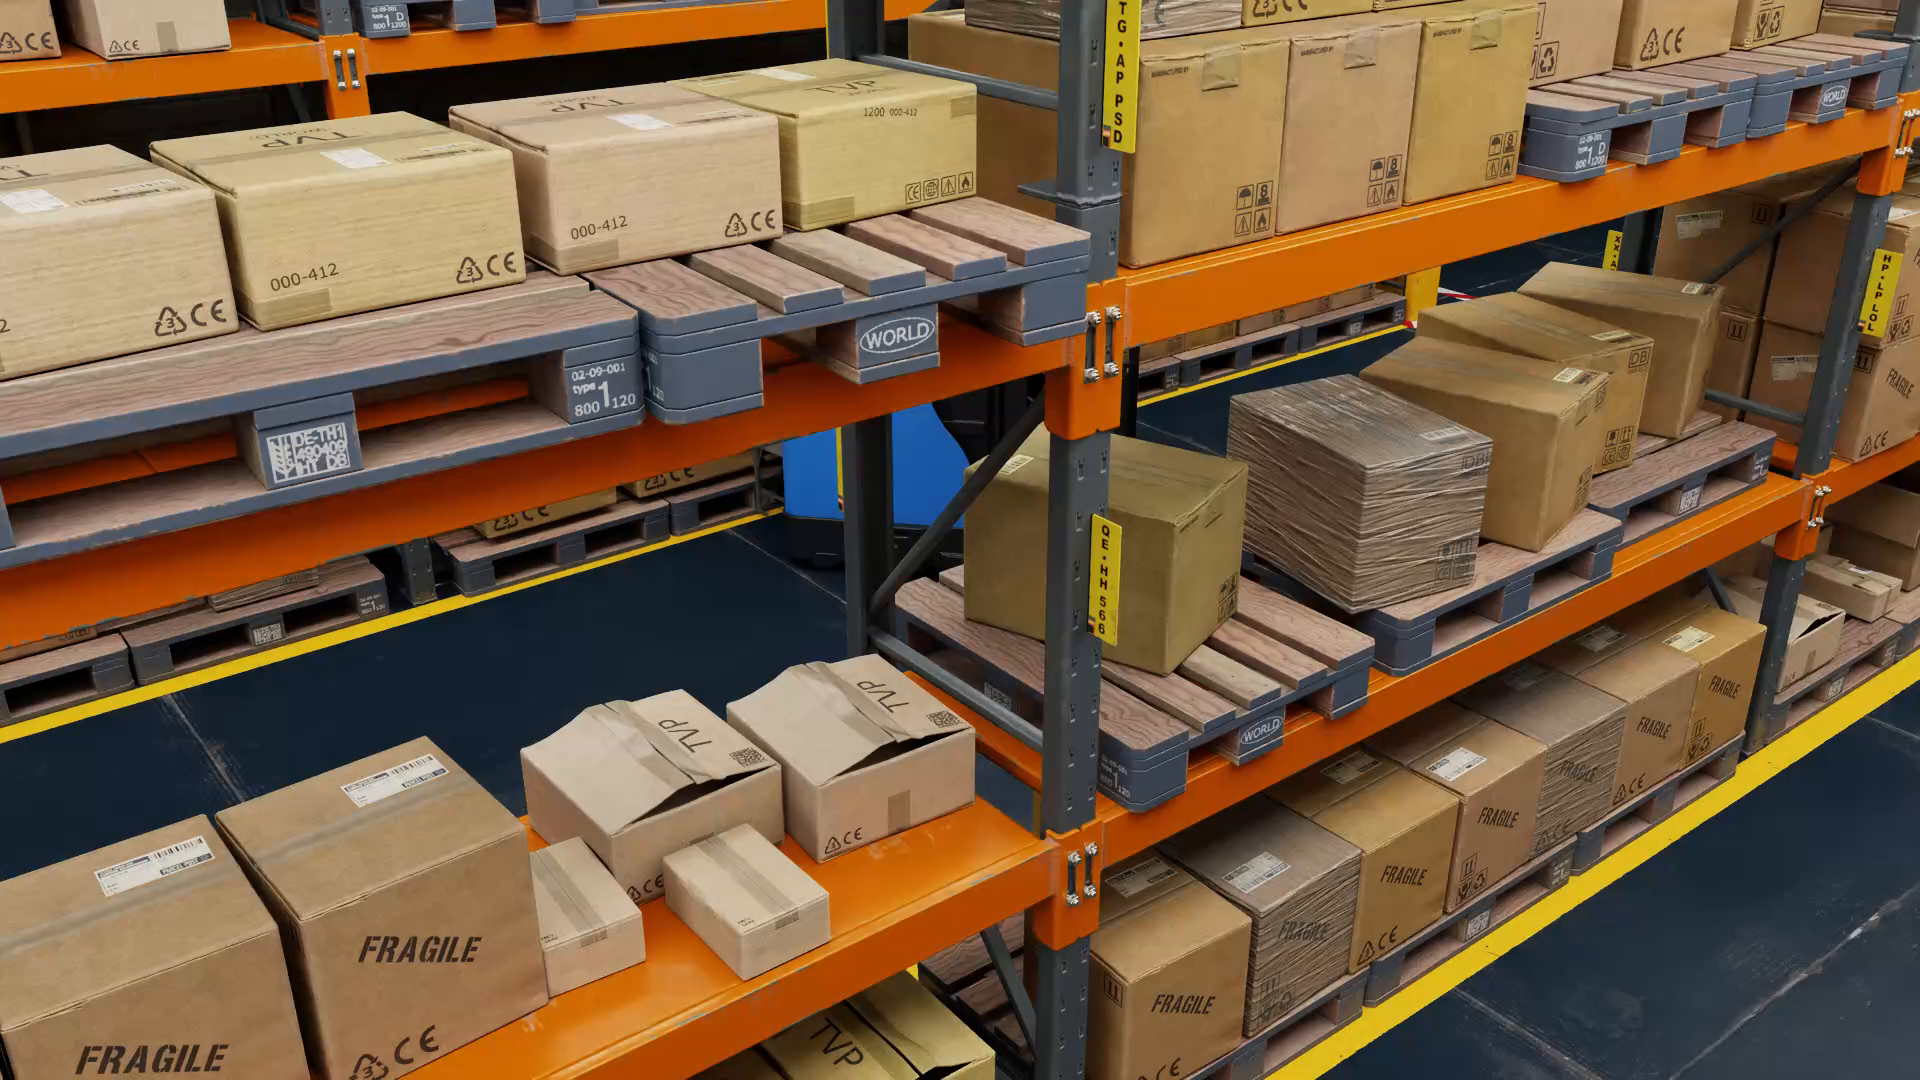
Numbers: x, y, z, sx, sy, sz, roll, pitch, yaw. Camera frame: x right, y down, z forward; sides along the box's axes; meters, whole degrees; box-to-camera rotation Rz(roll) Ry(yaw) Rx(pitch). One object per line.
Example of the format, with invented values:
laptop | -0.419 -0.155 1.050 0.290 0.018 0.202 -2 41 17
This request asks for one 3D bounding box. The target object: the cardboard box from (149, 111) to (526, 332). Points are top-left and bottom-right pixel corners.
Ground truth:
cardboard box | -1.170 -0.617 3.133 0.500 0.250 0.500 -19 31 -35

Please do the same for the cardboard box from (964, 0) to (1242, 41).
cardboard box | 0.358 -1.528 4.110 0.500 0.500 0.500 -18 31 -34

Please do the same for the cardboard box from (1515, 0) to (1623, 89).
cardboard box | 1.669 -1.785 5.233 0.600 0.600 0.600 -20 31 -36

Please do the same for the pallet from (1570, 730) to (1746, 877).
pallet | 2.542 0.892 7.077 1.213 0.211 1.003 -18 31 -34

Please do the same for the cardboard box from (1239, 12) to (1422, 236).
cardboard box | 0.735 -1.221 4.635 0.500 0.500 0.910 -18 31 -34

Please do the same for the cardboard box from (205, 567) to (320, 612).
cardboard box | -3.583 -0.059 8.261 0.500 0.500 0.700 -18 30 -33

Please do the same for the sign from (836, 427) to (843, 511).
sign | -0.331 -0.224 4.889 0.005 0.325 0.100 -18 31 -34

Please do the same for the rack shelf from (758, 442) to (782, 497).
rack shelf | -0.850 -0.485 9.402 0.480 0.518 0.431 -20 29 -36

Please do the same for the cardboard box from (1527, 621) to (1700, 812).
cardboard box | 2.553 0.686 6.655 0.500 0.500 0.500 -18 30 -34

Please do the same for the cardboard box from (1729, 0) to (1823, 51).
cardboard box | 2.717 -2.132 5.981 0.600 0.600 0.600 -22 33 -39

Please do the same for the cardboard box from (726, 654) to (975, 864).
cardboard box | -0.302 0.563 4.580 0.500 0.311 0.500 -16 29 -31

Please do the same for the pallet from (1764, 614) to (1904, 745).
pallet | 3.699 0.490 7.943 1.213 0.211 1.003 -18 31 -34

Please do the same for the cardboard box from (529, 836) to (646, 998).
cardboard box | -0.958 0.906 4.032 0.250 0.149 0.380 -16 29 -30

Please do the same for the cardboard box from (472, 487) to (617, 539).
cardboard box | -2.389 -0.561 8.949 0.750 0.750 0.750 -19 31 -35

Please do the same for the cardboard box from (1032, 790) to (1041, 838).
cardboard box | 0.602 1.056 5.858 0.500 0.500 0.500 -17 30 -32

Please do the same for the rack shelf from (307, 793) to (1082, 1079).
rack shelf | -1.563 1.288 3.766 4.000 0.370 1.077 -18 31 -34

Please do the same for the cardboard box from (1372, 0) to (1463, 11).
cardboard box | 1.161 -1.793 4.681 0.500 0.500 0.500 -18 31 -34

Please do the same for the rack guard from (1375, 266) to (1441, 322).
rack guard | 3.265 -2.148 13.285 0.348 0.500 1.175 -18 31 -34

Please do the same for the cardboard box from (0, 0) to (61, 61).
cardboard box | -4.126 -2.308 6.951 0.637 0.503 0.797 -14 28 -27

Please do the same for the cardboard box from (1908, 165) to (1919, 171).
cardboard box | 4.513 -1.392 7.380 0.500 0.500 0.500 -19 31 -35

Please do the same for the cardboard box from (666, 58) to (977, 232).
cardboard box | -0.312 -0.904 3.751 0.500 0.250 0.500 -21 32 -38

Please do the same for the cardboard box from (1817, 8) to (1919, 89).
cardboard box | 3.694 -1.934 6.468 0.500 0.250 0.500 -18 31 -34

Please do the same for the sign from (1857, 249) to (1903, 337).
sign | 3.504 -0.939 6.335 0.005 0.325 0.100 -18 31 -34

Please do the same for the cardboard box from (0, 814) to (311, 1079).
cardboard box | -1.714 0.975 3.467 0.500 0.500 0.500 -18 30 -34

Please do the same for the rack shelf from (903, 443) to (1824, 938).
rack shelf | 1.585 0.249 6.004 4.000 0.370 1.077 -18 31 -34

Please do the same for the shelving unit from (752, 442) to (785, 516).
shelving unit | -0.871 -1.141 9.123 0.503 2.100 0.431 -20 29 -36

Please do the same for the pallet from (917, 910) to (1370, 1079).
pallet | 0.622 1.526 5.711 1.213 0.211 1.003 -18 31 -34

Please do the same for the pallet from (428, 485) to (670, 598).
pallet | -2.382 -0.113 9.242 1.213 0.211 1.003 -18 31 -34

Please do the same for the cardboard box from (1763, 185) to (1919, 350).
cardboard box | 3.703 -1.125 6.804 0.500 0.500 0.500 -17 30 -33

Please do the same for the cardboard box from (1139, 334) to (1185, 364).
cardboard box | 1.148 -1.583 11.568 0.500 0.500 0.700 -19 31 -35

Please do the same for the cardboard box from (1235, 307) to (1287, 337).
cardboard box | 1.968 -1.857 12.158 0.500 0.500 0.700 -19 31 -36

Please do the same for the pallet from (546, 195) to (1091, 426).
pallet | -0.468 -0.627 3.698 1.003 0.211 1.213 -17 30 -32

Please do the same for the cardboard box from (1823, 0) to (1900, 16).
cardboard box | 3.694 -2.160 6.362 0.500 0.250 0.500 -18 31 -34

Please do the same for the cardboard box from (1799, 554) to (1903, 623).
cardboard box | 4.297 0.224 8.048 0.250 0.166 0.380 -18 31 -34

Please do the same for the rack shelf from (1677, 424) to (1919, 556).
rack shelf | 4.732 -0.790 8.243 4.000 0.370 1.077 -18 31 -34

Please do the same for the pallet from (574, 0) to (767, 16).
pallet | -1.697 -2.949 8.702 1.213 0.211 1.003 -17 30 -32

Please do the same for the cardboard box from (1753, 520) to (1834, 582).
cardboard box | 4.022 -0.013 8.387 0.500 0.311 0.500 -18 31 -34

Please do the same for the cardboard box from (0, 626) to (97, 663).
cardboard box | -4.434 0.175 7.757 0.500 0.500 0.700 -18 31 -34

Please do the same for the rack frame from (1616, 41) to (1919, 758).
rack frame | 3.158 -0.597 6.972 0.127 3.000 1.000 -18 31 -34

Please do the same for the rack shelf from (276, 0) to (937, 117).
rack shelf | -1.475 -2.751 8.907 4.000 0.370 1.077 -18 31 -34

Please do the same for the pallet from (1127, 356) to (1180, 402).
pallet | 0.745 -1.143 11.463 1.213 0.211 1.003 -18 31 -34

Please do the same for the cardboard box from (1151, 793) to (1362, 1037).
cardboard box | 0.954 1.215 5.515 0.500 0.500 0.500 -20 31 -36

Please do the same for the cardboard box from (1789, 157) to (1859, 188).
cardboard box | 3.798 -1.447 7.497 0.500 0.500 0.500 -19 31 -35

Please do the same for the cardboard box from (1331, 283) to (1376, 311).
cardboard box | 2.757 -2.117 12.720 0.500 0.500 0.700 -18 31 -34

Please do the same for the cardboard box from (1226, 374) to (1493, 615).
cardboard box | 1.274 -0.169 5.433 0.500 0.500 0.700 -12 28 -24

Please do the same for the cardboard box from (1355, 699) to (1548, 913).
cardboard box | 1.759 0.949 6.088 0.500 0.500 0.500 -19 31 -36

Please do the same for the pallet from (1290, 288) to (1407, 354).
pallet | 2.666 -1.777 12.829 1.213 0.211 1.003 -18 31 -34

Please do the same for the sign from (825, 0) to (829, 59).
sign | -0.322 -1.333 4.382 0.005 0.325 0.100 -18 31 -34

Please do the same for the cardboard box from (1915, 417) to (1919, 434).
cardboard box | 4.129 -0.818 7.331 0.500 0.500 0.500 -18 30 -33

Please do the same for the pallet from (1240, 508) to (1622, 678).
pallet | 1.538 0.023 5.866 1.213 0.211 1.003 -18 31 -34

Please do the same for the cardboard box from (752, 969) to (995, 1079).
cardboard box | -0.249 1.462 4.637 0.500 0.311 0.500 -17 30 -33

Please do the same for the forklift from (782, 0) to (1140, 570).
forklift | 0.618 -1.287 8.540 3.031 2.935 1.130 4 25 8

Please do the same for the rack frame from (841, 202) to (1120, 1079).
rack frame | 0.011 0.442 4.734 0.127 3.000 1.000 -18 31 -34

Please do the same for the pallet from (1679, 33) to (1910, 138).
pallet | 2.602 -1.726 6.066 1.003 0.211 1.213 -18 31 -34

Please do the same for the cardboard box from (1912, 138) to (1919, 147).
cardboard box | 4.592 -1.708 8.060 0.500 0.500 0.500 -19 31 -34

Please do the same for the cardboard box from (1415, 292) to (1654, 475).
cardboard box | 2.146 -0.584 6.327 0.500 0.500 0.700 -13 28 -26

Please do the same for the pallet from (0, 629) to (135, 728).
pallet | -4.624 0.585 7.739 1.213 0.211 1.003 -18 31 -34

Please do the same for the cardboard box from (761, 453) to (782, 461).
cardboard box | -1.030 -1.008 9.914 0.750 0.750 0.750 -17 30 -33

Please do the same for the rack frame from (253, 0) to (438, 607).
rack frame | -3.049 -1.198 8.267 0.127 3.000 1.000 -18 31 -34
